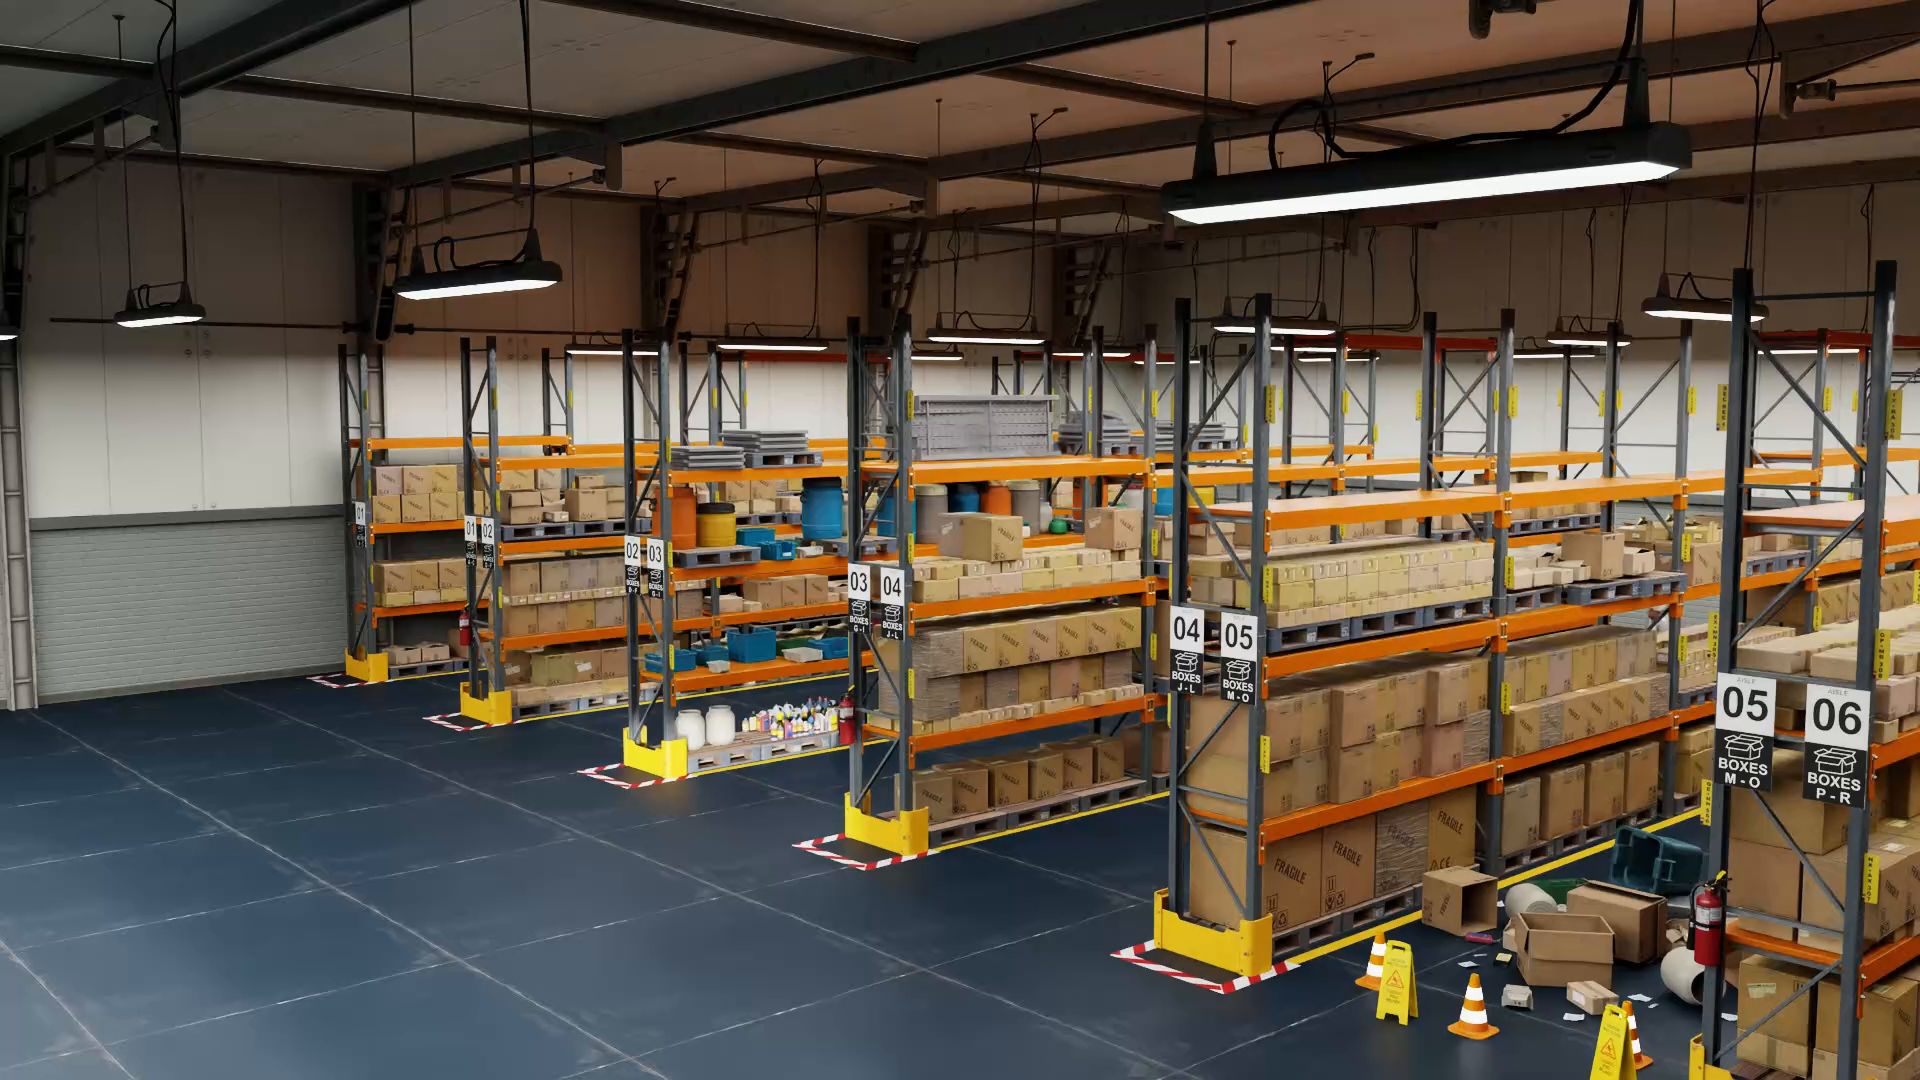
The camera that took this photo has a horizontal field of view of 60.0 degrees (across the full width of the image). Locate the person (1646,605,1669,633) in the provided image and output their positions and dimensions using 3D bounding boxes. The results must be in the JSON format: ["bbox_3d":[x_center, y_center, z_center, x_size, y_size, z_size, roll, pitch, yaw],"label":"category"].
[{"bbox_3d":[11.602,1.859,27.611,0.710,1.724,0.817,-1,5,-11],"label":"person"}]
